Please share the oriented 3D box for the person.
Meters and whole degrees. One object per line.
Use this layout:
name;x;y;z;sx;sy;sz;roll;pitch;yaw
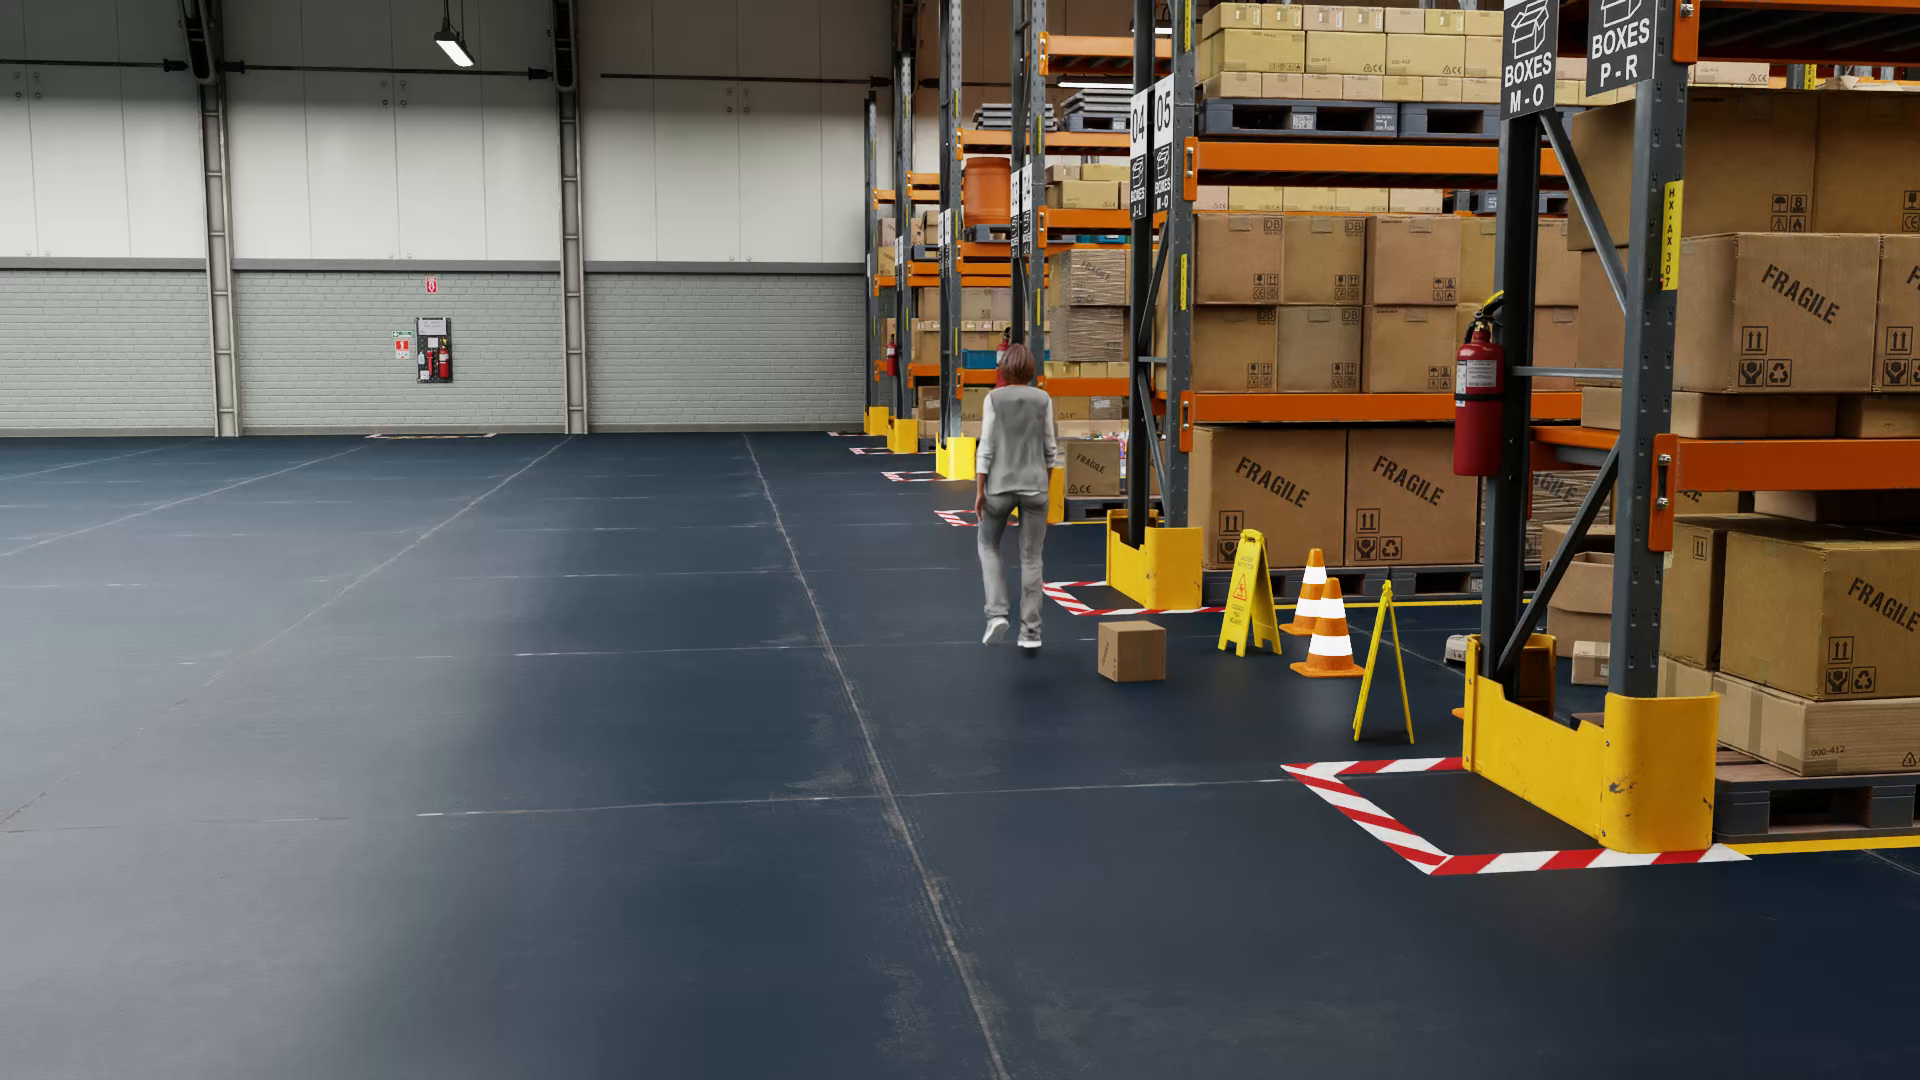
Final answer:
person;0.296;-0.207;8.721;0.450;1.636;0.527;-1;7;-5
